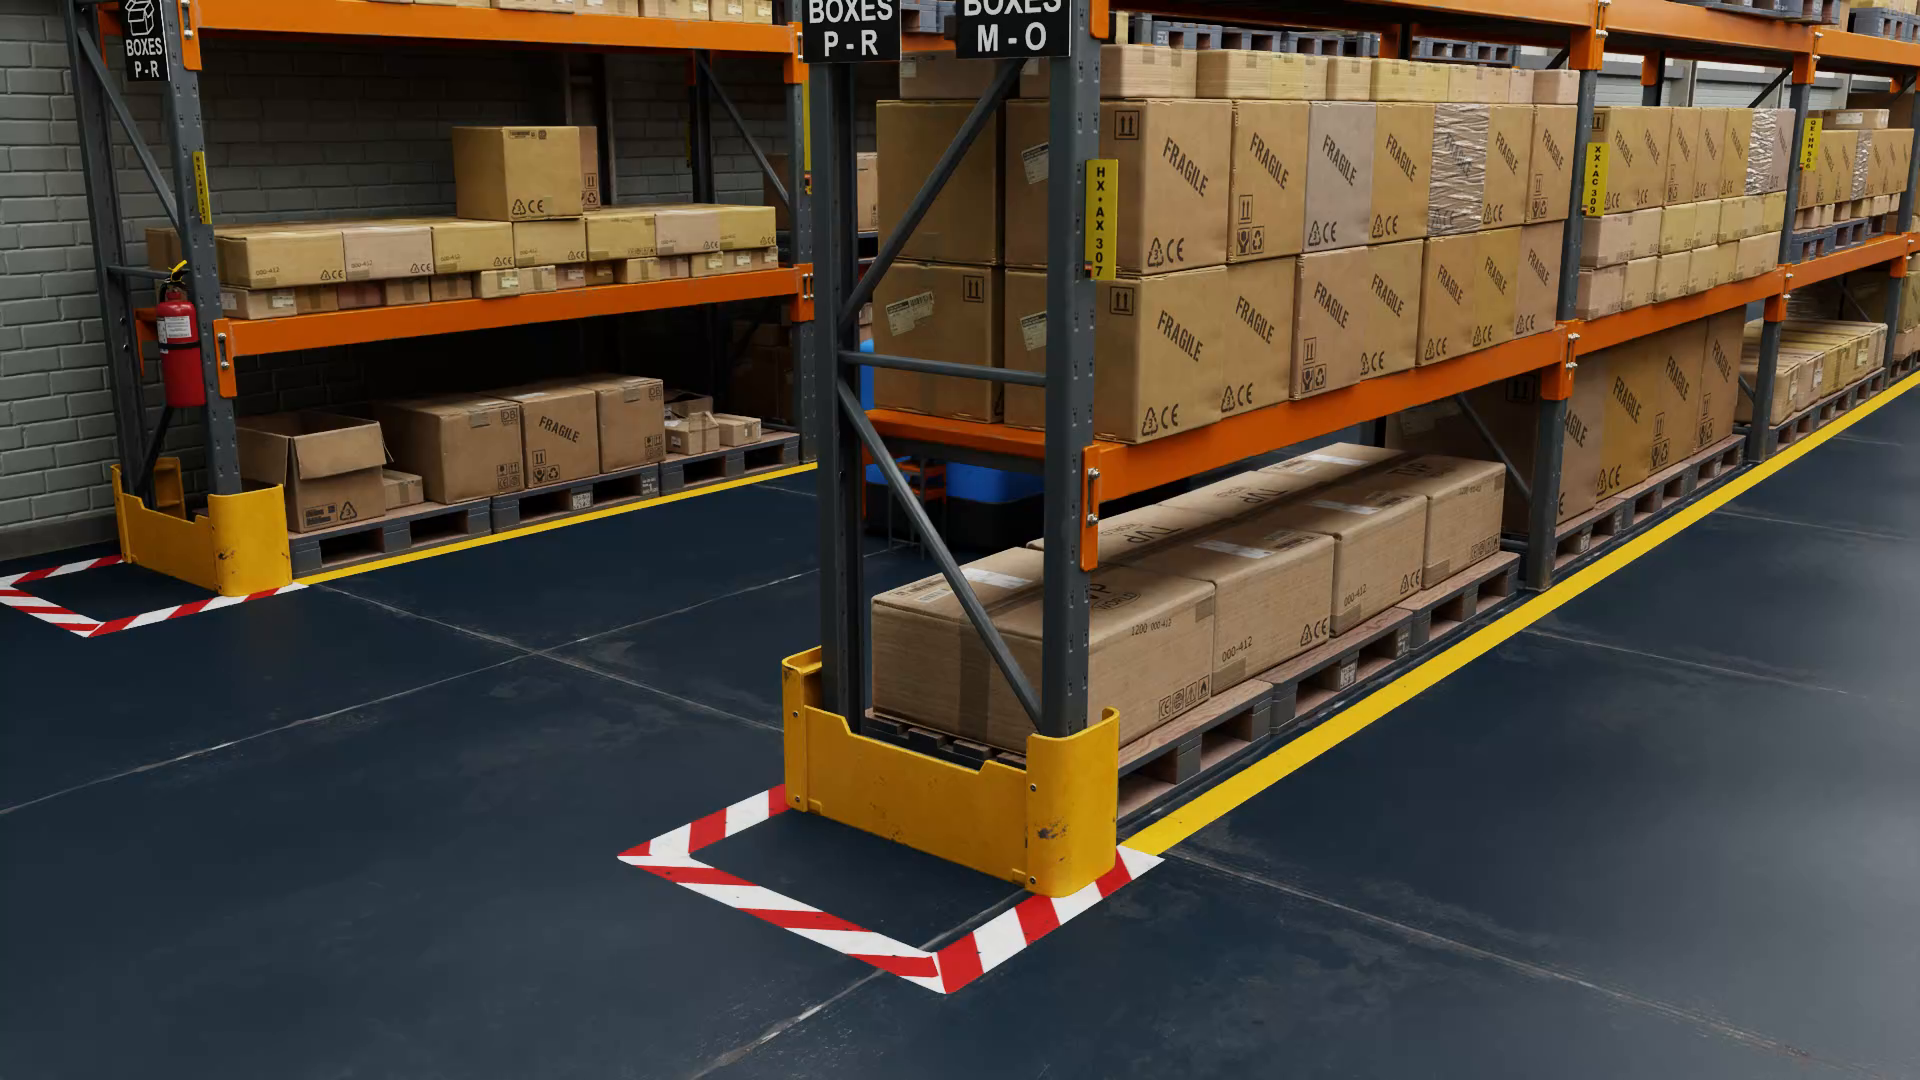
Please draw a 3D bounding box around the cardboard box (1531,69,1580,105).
[{"bbox_3d":[2.529,-2.017,7.420,0.380,0.149,0.250,11,18,36],"label":"cardboard box"}]

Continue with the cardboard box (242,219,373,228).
[{"bbox_3d":[-3.494,-1.579,8.945,0.500,0.250,0.500,11,18,38],"label":"cardboard box"}]

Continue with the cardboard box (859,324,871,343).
[{"bbox_3d":[-0.841,-1.444,11.623,0.380,0.149,0.250,11,18,36],"label":"cardboard box"}]

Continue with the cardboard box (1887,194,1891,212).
[{"bbox_3d":[7.215,-2.703,13.327,0.380,0.149,0.250,11,18,36],"label":"cardboard box"}]

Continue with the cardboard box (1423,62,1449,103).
[{"bbox_3d":[1.677,-1.782,6.495,0.380,0.149,0.250,11,18,36],"label":"cardboard box"}]

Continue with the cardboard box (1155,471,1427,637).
[{"bbox_3d":[1.435,0.035,7.242,0.875,0.438,0.875,11,18,36],"label":"cardboard box"}]

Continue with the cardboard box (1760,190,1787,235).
[{"bbox_3d":[4.883,-2.082,10.514,0.500,0.250,0.500,11,18,37],"label":"cardboard box"}]

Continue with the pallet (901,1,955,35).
[{"bbox_3d":[-0.274,-3.721,11.969,1.213,0.211,1.003,11,18,38],"label":"pallet"}]

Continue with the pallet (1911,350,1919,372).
[{"bbox_3d":[8.664,-1.827,15.887,1.003,0.211,1.213,11,18,38],"label":"pallet"}]

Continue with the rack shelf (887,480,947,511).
[{"bbox_3d":[-0.226,-0.234,8.764,0.258,0.103,0.180,11,18,37],"label":"rack shelf"}]

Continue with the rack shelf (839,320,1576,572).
[{"bbox_3d":[1.218,-0.546,6.642,1.077,0.370,4.000,11,18,38],"label":"rack shelf"}]

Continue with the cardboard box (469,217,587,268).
[{"bbox_3d":[-2.470,-1.691,9.389,0.500,0.250,0.500,11,18,36],"label":"cardboard box"}]

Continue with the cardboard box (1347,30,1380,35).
[{"bbox_3d":[4.159,-5.200,16.864,0.380,0.149,0.250,12,18,39],"label":"cardboard box"}]

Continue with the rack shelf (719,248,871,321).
[{"bbox_3d":[-0.131,-2.080,12.679,1.077,0.370,4.000,11,18,38],"label":"rack shelf"}]

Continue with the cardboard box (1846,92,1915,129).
[{"bbox_3d":[7.949,-3.538,14.120,0.700,0.500,0.500,11,18,37],"label":"cardboard box"}]

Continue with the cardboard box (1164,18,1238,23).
[{"bbox_3d":[2.010,-4.779,14.491,0.700,0.500,0.500,11,18,36],"label":"cardboard box"}]

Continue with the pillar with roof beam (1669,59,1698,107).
[{"bbox_3d":[15.906,-8.889,25.838,9.100,9.000,0.400,11,18,38],"label":"pillar with roof beam"}]

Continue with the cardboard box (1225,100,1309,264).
[{"bbox_3d":[0.804,-1.193,5.493,0.500,0.500,0.500,11,18,36],"label":"cardboard box"}]

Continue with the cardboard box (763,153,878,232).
[{"bbox_3d":[-0.910,-2.355,11.247,0.700,0.500,0.500,12,18,39],"label":"cardboard box"}]

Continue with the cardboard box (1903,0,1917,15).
[{"bbox_3d":[7.249,-4.260,13.161,0.500,0.250,0.500,11,18,36],"label":"cardboard box"}]

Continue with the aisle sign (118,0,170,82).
[{"bbox_3d":[-3.716,-2.481,7.516,0.394,0.787,0.004,11,18,38],"label":"aisle sign"}]

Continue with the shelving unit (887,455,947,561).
[{"bbox_3d":[-0.226,-0.510,8.693,0.258,1.200,0.189,11,18,37],"label":"shelving unit"}]

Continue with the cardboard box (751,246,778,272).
[{"bbox_3d":[-1.392,-1.823,10.719,0.380,0.149,0.250,12,18,38],"label":"cardboard box"}]

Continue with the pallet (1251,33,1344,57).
[{"bbox_3d":[3.096,-4.768,16.094,0.805,0.209,1.217,10,18,35],"label":"pallet"}]

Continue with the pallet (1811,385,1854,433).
[{"bbox_3d":[6.249,-1.075,12.924,1.003,0.211,1.213,11,18,38],"label":"pallet"}]

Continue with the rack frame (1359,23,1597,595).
[{"bbox_3d":[2.475,-1.278,8.061,1.000,3.000,0.127,11,18,38],"label":"rack frame"}]

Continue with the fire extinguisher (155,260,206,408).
[{"bbox_3d":[-3.635,-0.961,7.730,0.296,0.674,0.183,11,18,38],"label":"fire extinguisher"}]

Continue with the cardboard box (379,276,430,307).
[{"bbox_3d":[-3.013,-1.329,8.771,0.380,0.149,0.250,12,19,39],"label":"cardboard box"}]

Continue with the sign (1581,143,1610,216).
[{"bbox_3d":[2.908,-1.650,7.608,0.100,0.325,0.005,11,18,38],"label":"sign"}]

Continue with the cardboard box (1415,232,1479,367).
[{"bbox_3d":[1.759,-1.000,6.765,0.500,0.500,0.500,11,18,37],"label":"cardboard box"}]

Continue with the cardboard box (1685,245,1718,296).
[{"bbox_3d":[3.937,-1.538,9.390,0.500,0.250,0.500,11,18,37],"label":"cardboard box"}]

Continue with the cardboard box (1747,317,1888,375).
[{"bbox_3d":[7.176,-1.639,13.967,0.950,0.372,0.625,12,18,38],"label":"cardboard box"}]

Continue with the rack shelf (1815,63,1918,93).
[{"bbox_3d":[8.760,-4.298,15.319,1.077,0.370,4.000,11,18,38],"label":"rack shelf"}]

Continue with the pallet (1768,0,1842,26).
[{"bbox_3d":[4.626,-3.275,10.213,1.213,0.211,1.003,12,19,40],"label":"pallet"}]

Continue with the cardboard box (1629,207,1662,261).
[{"bbox_3d":[3.277,-1.592,8.588,0.500,0.250,0.500,12,18,38],"label":"cardboard box"}]

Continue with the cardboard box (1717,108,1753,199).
[{"bbox_3d":[4.234,-2.244,9.630,0.500,0.500,0.500,11,18,38],"label":"cardboard box"}]

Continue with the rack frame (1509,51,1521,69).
[{"bbox_3d":[6.154,-4.343,20.129,1.000,3.000,0.127,11,18,38],"label":"rack frame"}]

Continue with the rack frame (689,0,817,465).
[{"bbox_3d":[-1.388,-2.045,11.082,1.000,3.000,0.127,11,18,38],"label":"rack frame"}]

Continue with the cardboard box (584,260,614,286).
[{"bbox_3d":[-2.257,-1.585,9.781,0.380,0.149,0.250,12,18,38],"label":"cardboard box"}]

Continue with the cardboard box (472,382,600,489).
[{"bbox_3d":[-2.466,-0.617,9.685,0.500,0.500,0.500,12,18,39],"label":"cardboard box"}]

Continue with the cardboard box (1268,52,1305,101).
[{"bbox_3d":[0.913,-1.531,5.506,0.380,0.149,0.250,11,18,36],"label":"cardboard box"}]

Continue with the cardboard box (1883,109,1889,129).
[{"bbox_3d":[6.966,-3.263,12.899,0.380,0.149,0.250,11,18,36],"label":"cardboard box"}]

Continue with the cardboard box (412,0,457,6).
[{"bbox_3d":[-2.806,-2.820,8.551,0.380,0.149,0.250,11,18,37],"label":"cardboard box"}]

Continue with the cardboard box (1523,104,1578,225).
[{"bbox_3d":[2.394,-1.678,7.402,0.500,0.500,0.500,11,18,37],"label":"cardboard box"}]

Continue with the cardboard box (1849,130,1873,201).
[{"bbox_3d":[6.423,-2.789,12.348,0.500,0.500,0.500,10,18,35],"label":"cardboard box"}]

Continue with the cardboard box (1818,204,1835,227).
[{"bbox_3d":[5.939,-2.303,11.753,0.380,0.149,0.250,11,18,38],"label":"cardboard box"}]

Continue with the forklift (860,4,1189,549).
[{"bbox_3d":[0.723,-1.670,9.745,1.130,2.935,3.031,11,18,37],"label":"forklift"}]

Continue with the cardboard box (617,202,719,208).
[{"bbox_3d":[-1.909,-2.064,10.855,0.500,0.250,0.500,11,18,37],"label":"cardboard box"}]

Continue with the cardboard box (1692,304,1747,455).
[{"bbox_3d":[4.491,-1.098,10.817,0.875,0.875,0.875,11,18,37],"label":"cardboard box"}]

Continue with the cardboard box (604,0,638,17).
[{"bbox_3d":[-2.065,-3.073,9.547,0.380,0.149,0.250,12,19,39],"label":"cardboard box"}]

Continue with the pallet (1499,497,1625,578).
[{"bbox_3d":[2.902,-0.086,9.032,1.003,0.211,1.213,11,18,38],"label":"pallet"}]

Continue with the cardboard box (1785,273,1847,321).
[{"bbox_3d":[7.667,-2.199,14.896,0.500,0.500,0.500,11,18,37],"label":"cardboard box"}]

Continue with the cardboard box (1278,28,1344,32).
[{"bbox_3d":[3.375,-5.064,15.997,0.500,0.311,0.500,11,18,36],"label":"cardboard box"}]

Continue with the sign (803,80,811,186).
[{"bbox_3d":[-0.452,-1.275,5.215,0.100,0.325,0.005,11,18,38],"label":"sign"}]

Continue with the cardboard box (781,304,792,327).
[{"bbox_3d":[-1.003,-1.533,11.367,0.380,0.149,0.250,11,18,37],"label":"cardboard box"}]
